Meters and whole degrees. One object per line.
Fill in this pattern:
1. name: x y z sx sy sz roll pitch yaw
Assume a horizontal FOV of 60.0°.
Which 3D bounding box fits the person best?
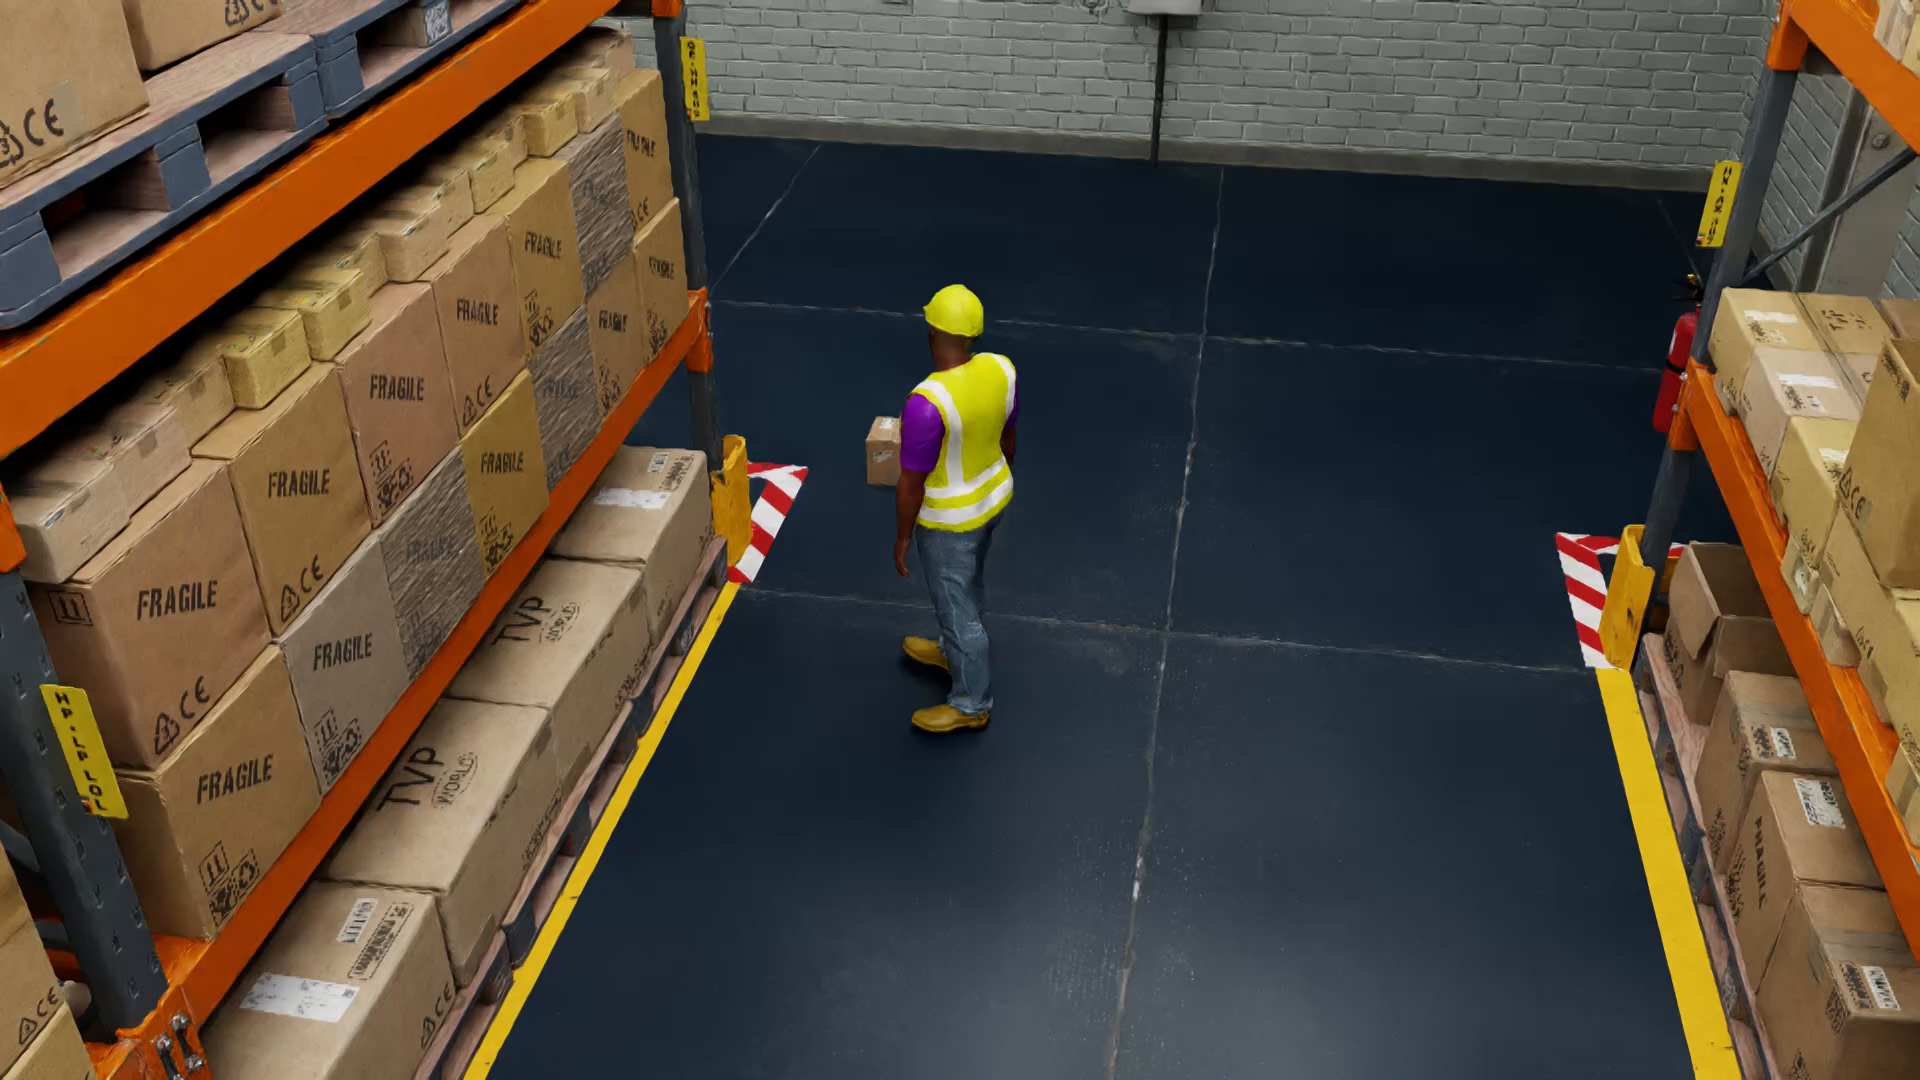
1. person: -0.049 -0.150 6.306 0.572 1.763 0.675 20 37 29
